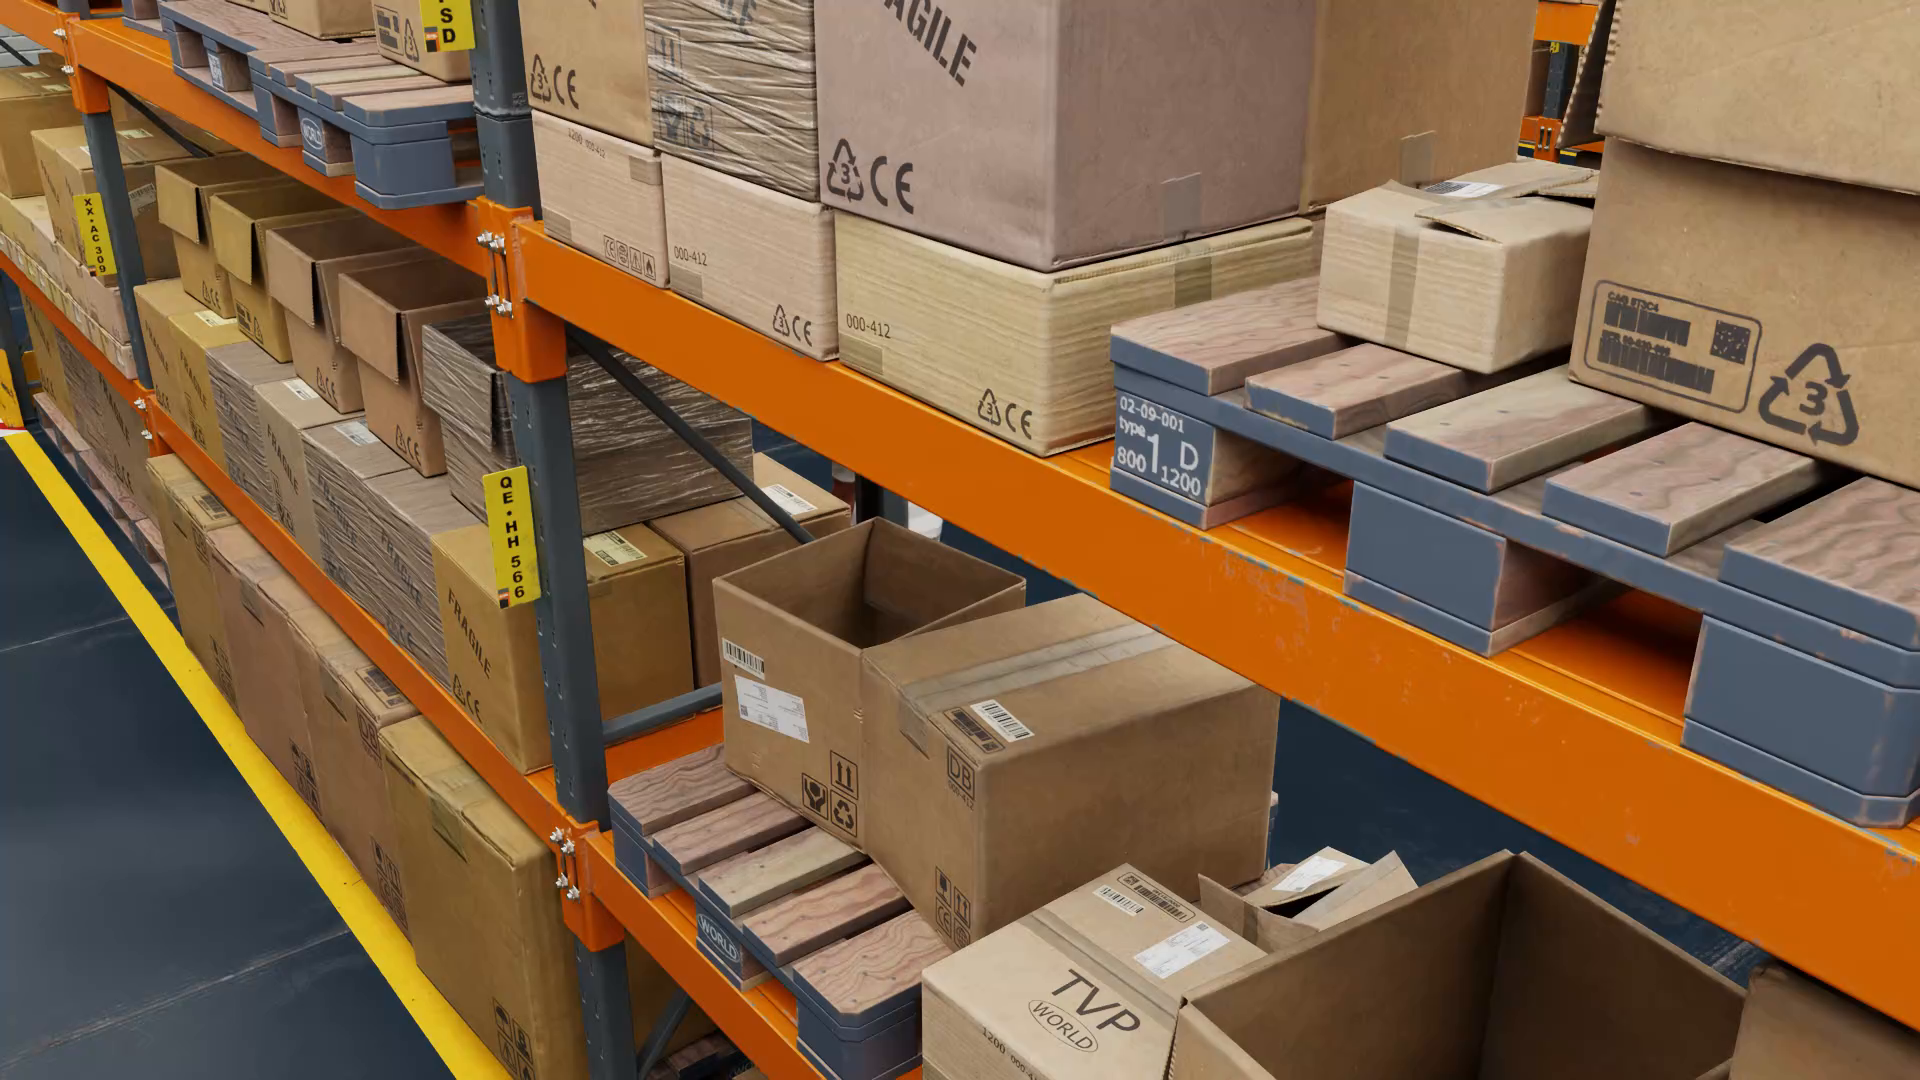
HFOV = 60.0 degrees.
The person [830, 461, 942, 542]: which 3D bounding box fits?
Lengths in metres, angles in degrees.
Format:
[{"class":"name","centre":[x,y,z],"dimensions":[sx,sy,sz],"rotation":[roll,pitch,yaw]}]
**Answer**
[{"class":"person","centre":[-0.290,-0.020,6.622],"dimensions":[0.545,1.785,0.355],"rotation":[-17,30,-33]}]
